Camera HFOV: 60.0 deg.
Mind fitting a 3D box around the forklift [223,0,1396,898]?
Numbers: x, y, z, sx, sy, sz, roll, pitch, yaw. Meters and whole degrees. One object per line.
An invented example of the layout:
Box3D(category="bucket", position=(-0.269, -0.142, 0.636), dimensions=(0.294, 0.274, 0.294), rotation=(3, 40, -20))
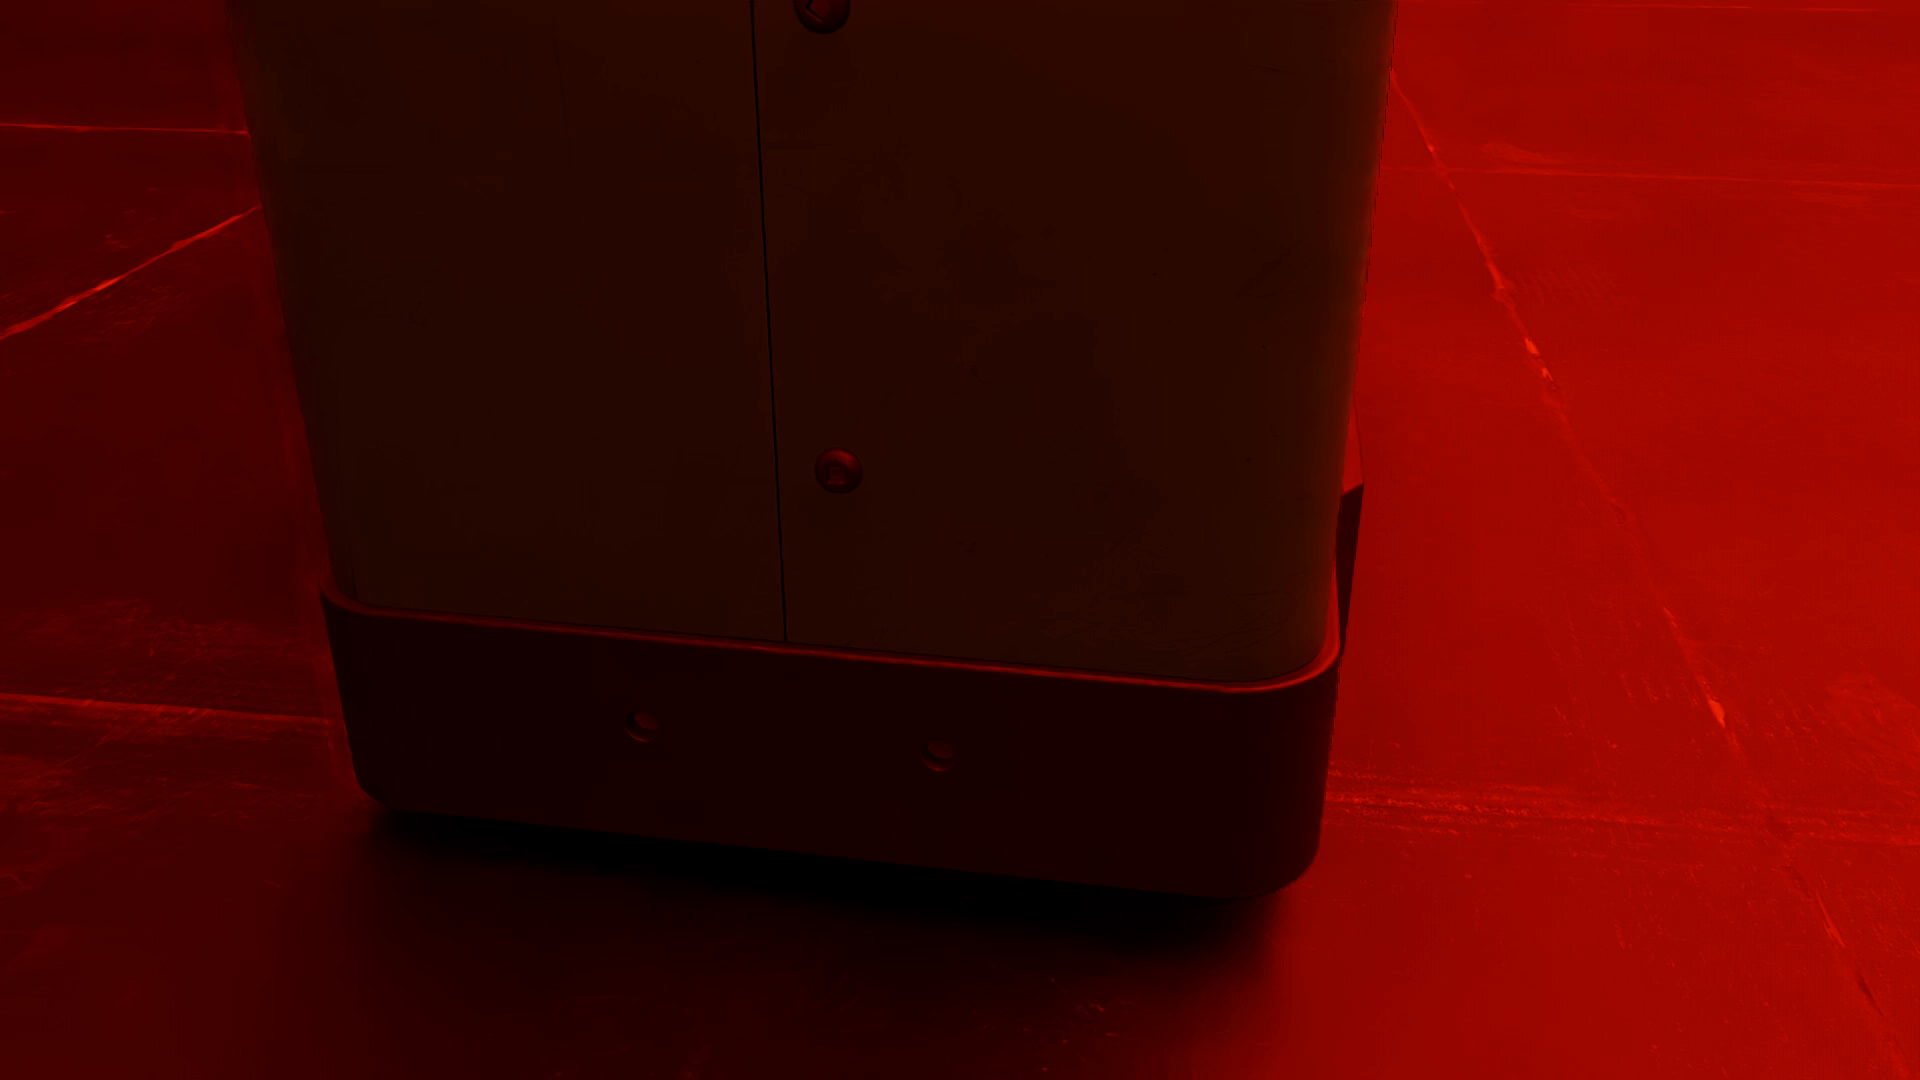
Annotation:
Box3D(category="forklift", position=(0.091, -1.593, 2.411), dimensions=(1.130, 2.935, 3.031), rotation=(4, 27, 9))
